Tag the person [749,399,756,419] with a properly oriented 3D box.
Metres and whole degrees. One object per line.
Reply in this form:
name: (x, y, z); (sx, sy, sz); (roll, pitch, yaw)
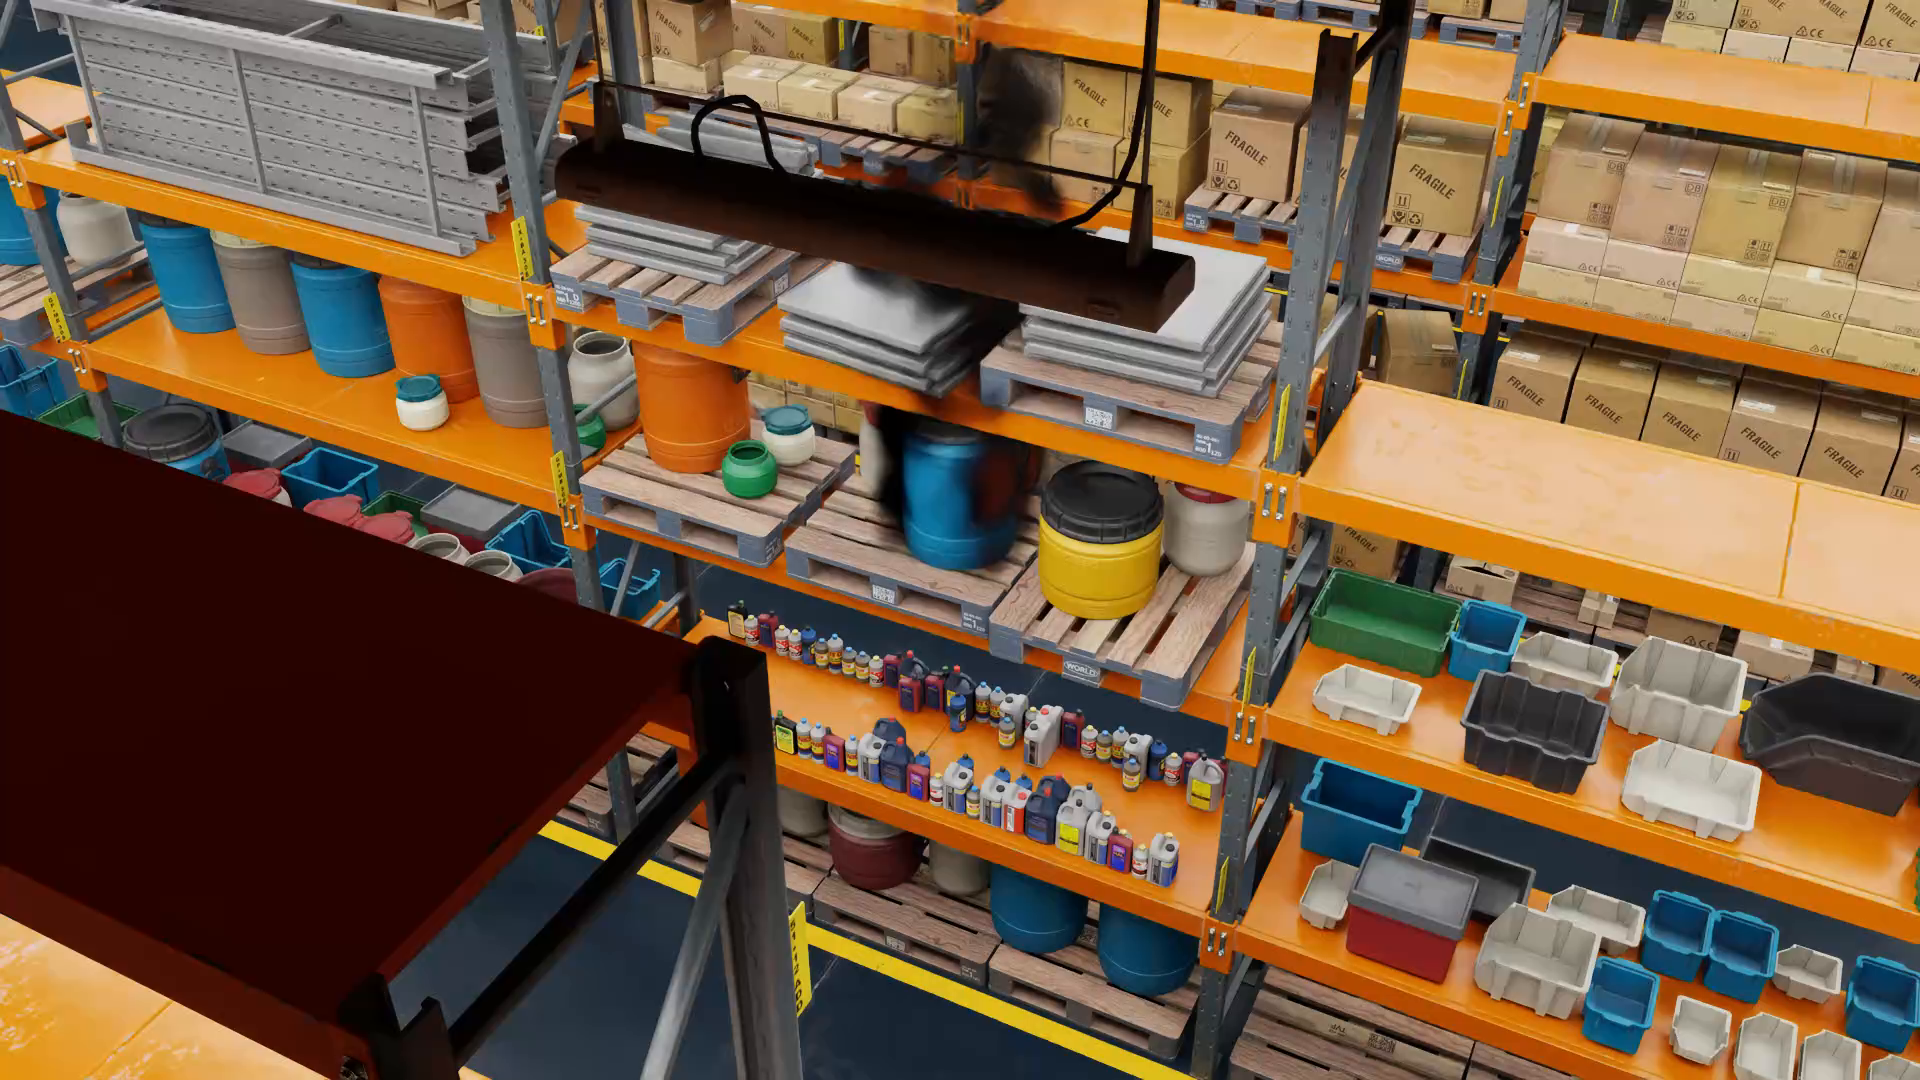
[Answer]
person: (-1.995, -0.610, 13.227); (0.681, 1.726, 0.709); (11, 37, 16)
